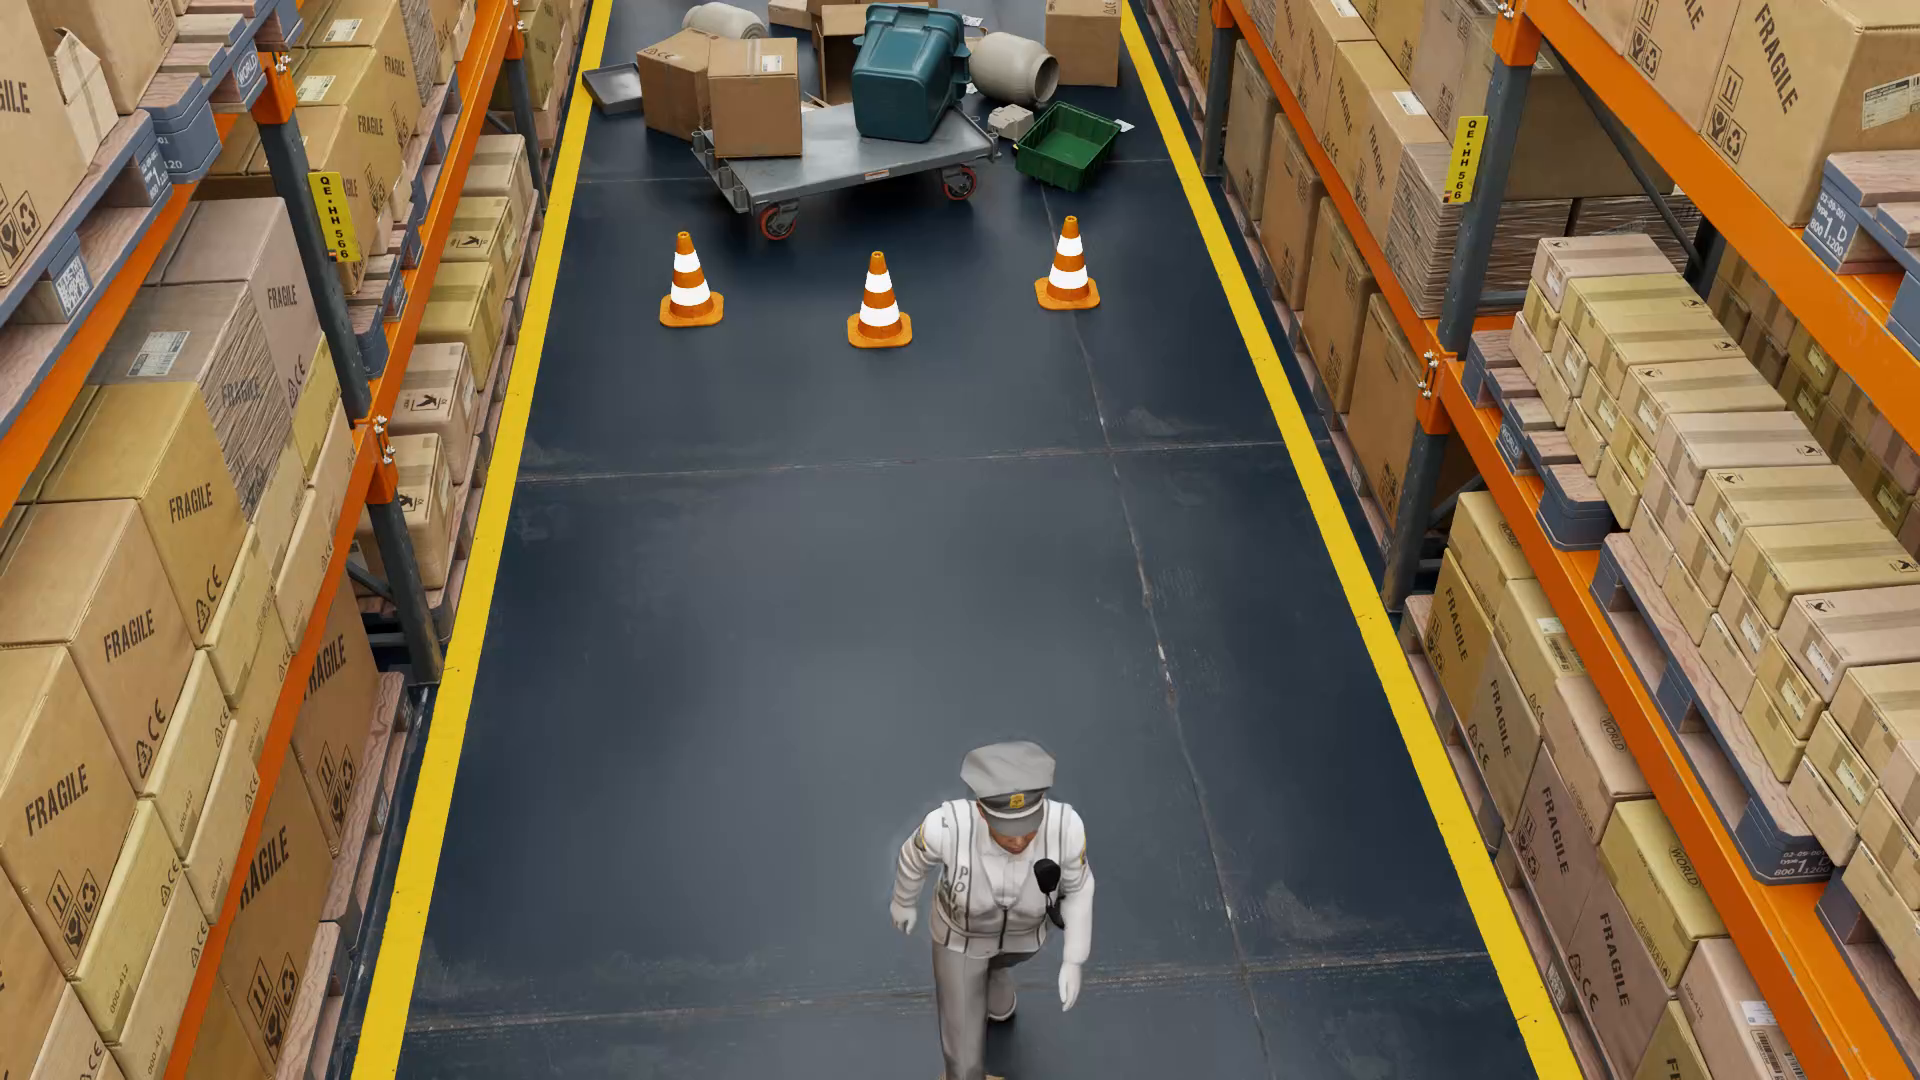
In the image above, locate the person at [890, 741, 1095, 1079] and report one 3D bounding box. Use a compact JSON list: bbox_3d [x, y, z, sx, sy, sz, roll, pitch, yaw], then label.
[{"bbox_3d":[0.103,1.134,4.788,0.557,1.593,1.019,-7,40,-9],"label":"person"}]
